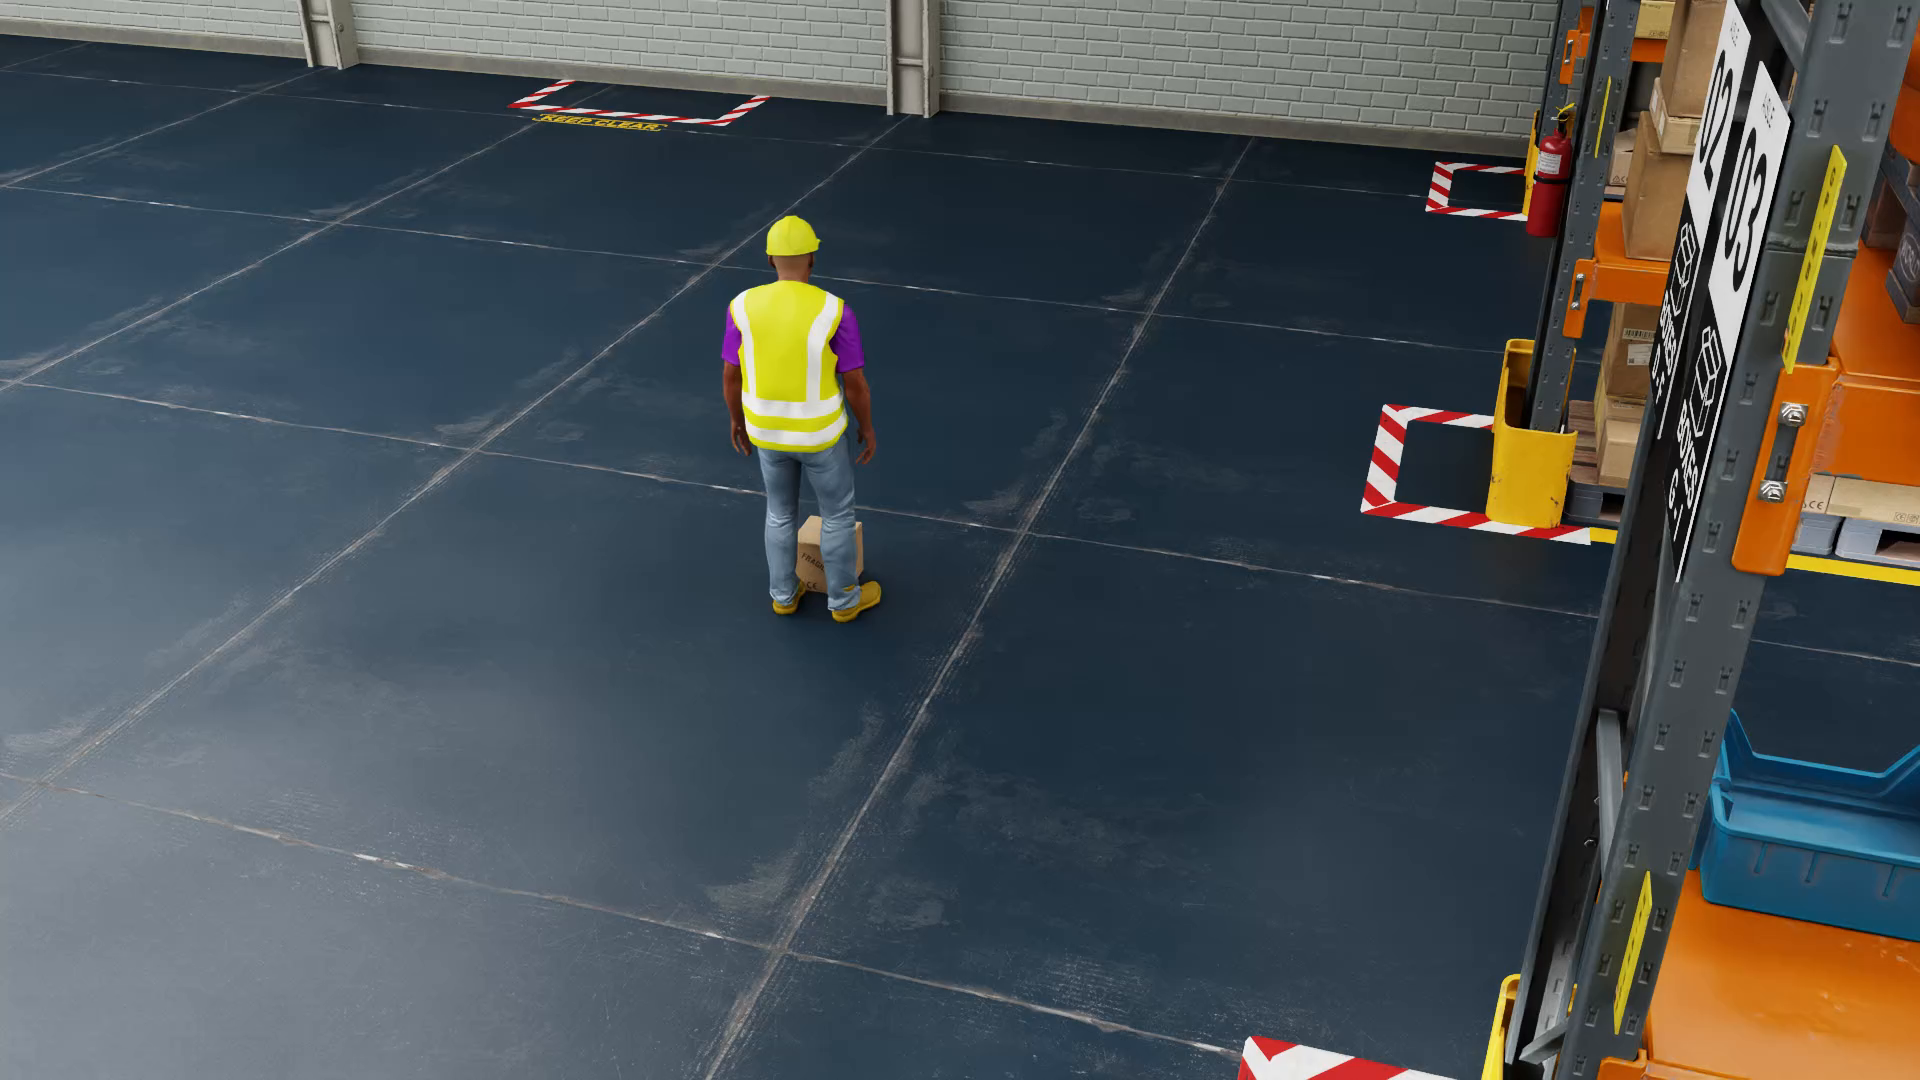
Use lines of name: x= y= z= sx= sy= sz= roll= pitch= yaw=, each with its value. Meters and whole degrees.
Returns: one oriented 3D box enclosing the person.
person: x=-0.665 y=-0.485 z=6.981 sx=0.634 sy=1.759 sz=0.461 roll=7 pitch=30 yaw=12
